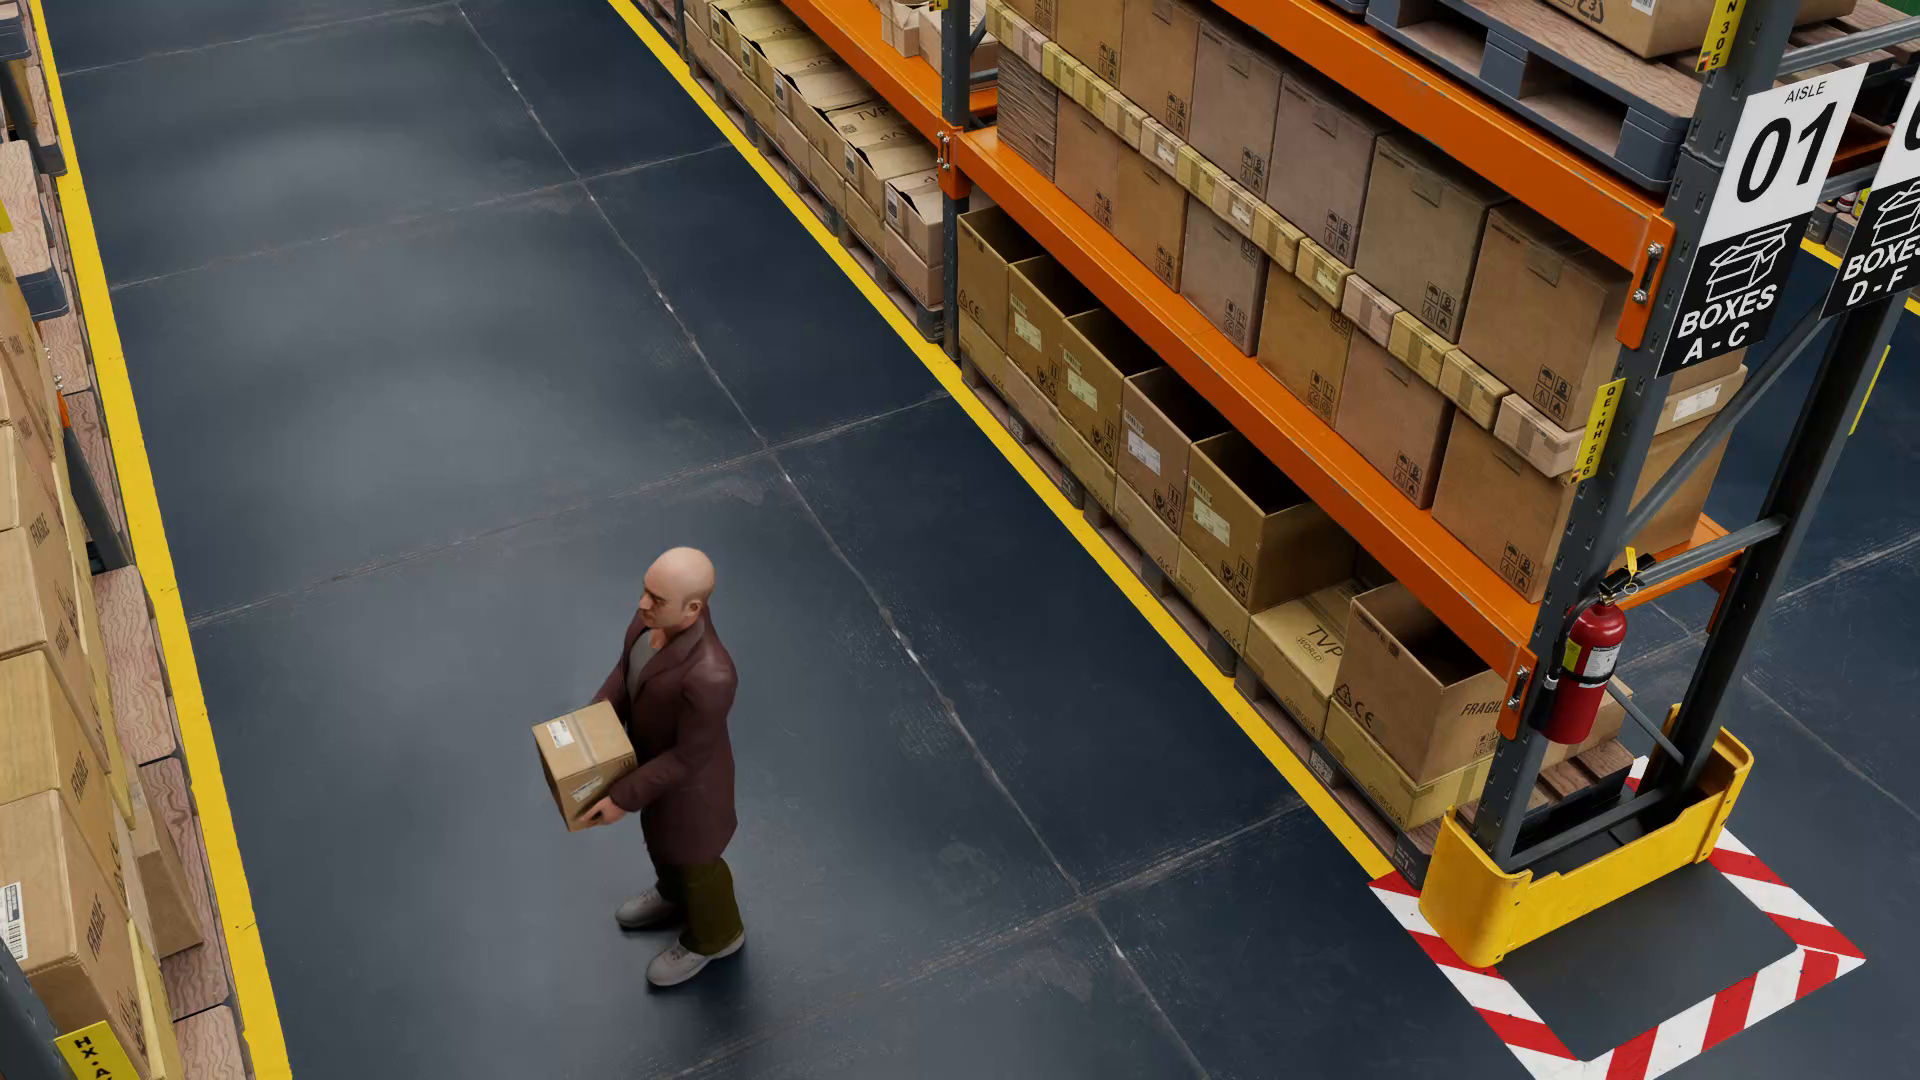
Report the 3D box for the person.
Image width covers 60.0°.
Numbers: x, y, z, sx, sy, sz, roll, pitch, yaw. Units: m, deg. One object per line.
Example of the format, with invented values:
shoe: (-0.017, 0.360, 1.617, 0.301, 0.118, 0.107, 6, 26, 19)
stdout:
person: (-0.970, 0.755, 5.289, 0.550, 1.779, 0.545, -20, 44, -21)
